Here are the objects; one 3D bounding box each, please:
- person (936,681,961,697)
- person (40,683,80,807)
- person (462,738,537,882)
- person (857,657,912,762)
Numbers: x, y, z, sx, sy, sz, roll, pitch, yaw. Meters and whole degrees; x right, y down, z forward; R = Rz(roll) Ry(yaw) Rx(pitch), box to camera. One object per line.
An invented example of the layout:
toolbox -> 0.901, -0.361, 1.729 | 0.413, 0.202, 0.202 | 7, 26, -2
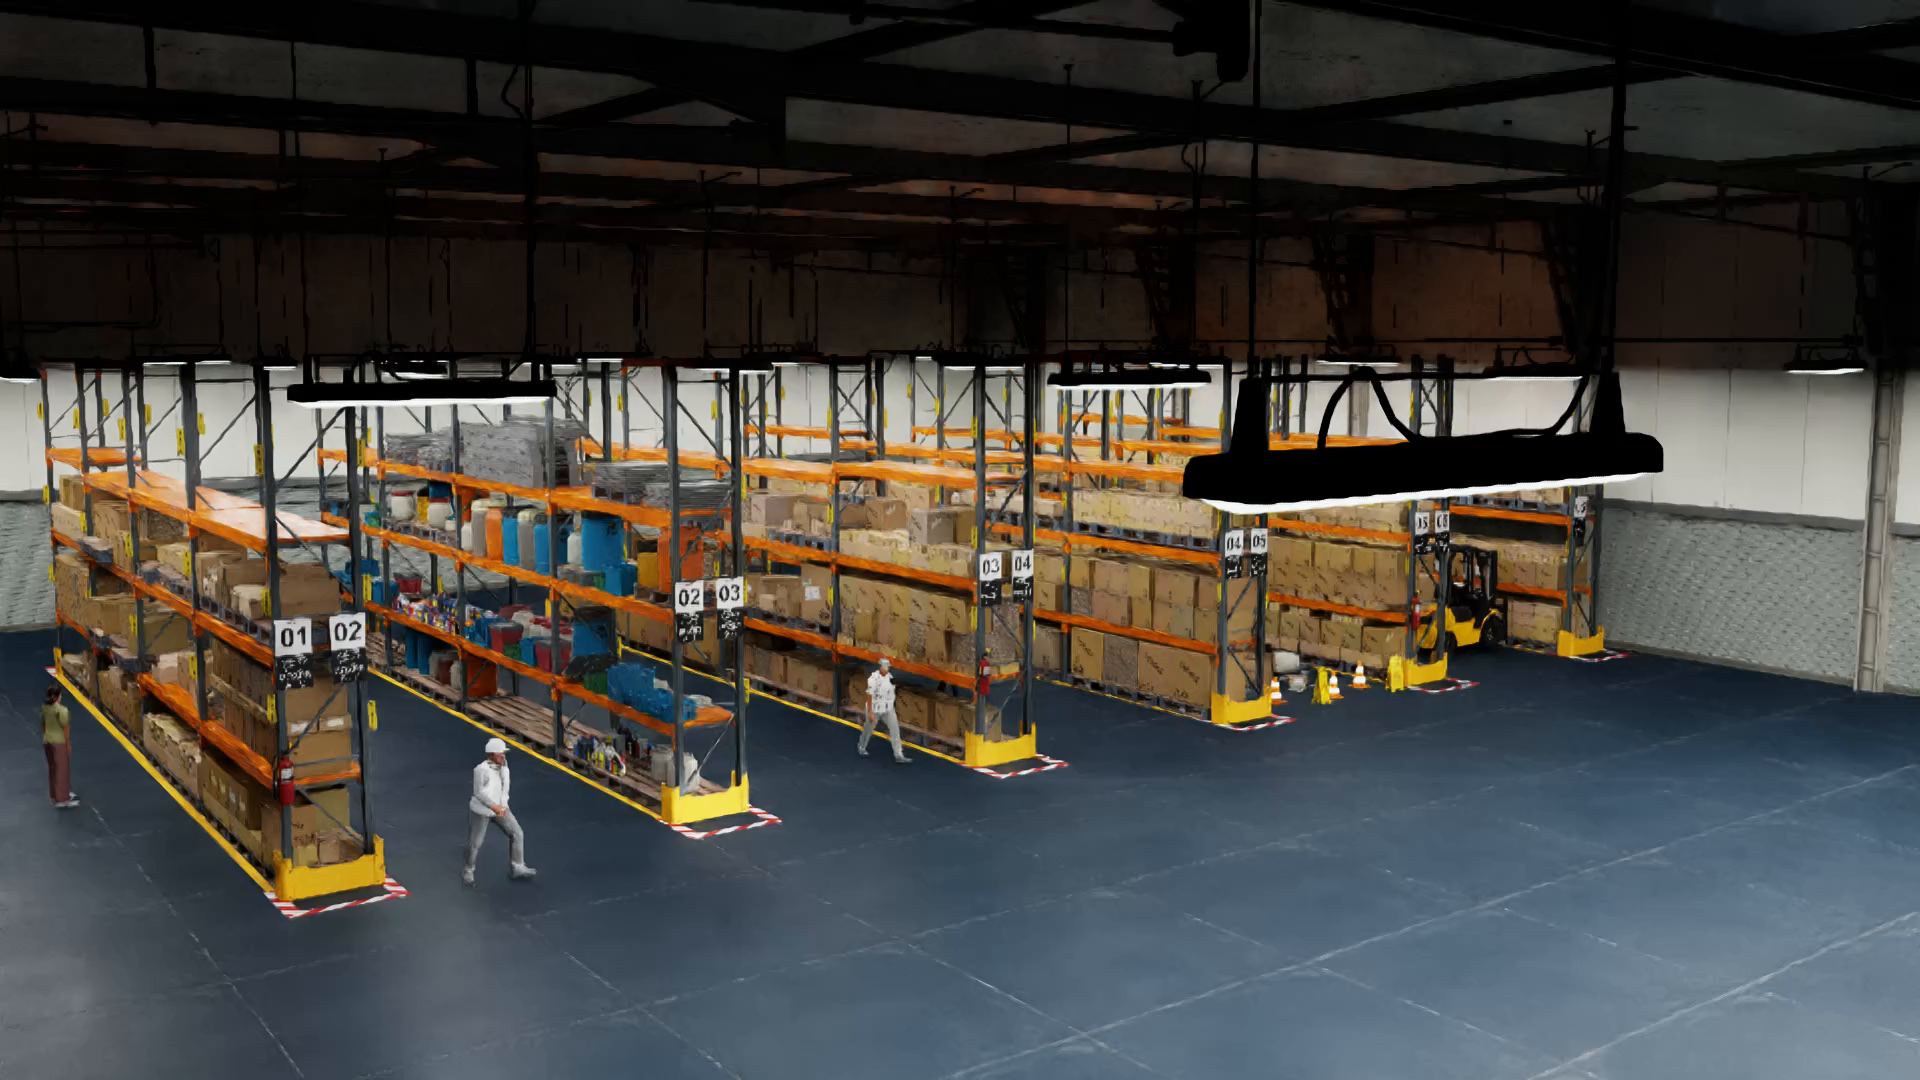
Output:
person -> -0.119, 2.098, 28.917 | 0.415, 1.517, 1.030 | -5, 9, -38
person -> -12.256, 2.772, 22.666 | 0.498, 1.675, 0.441 | 3, 7, 23
person -> -5.483, 3.141, 19.481 | 0.780, 1.717, 0.676 | 4, 8, 33
person -> -1.187, 2.532, 25.042 | 0.497, 1.583, 1.090 | -5, 8, -34
